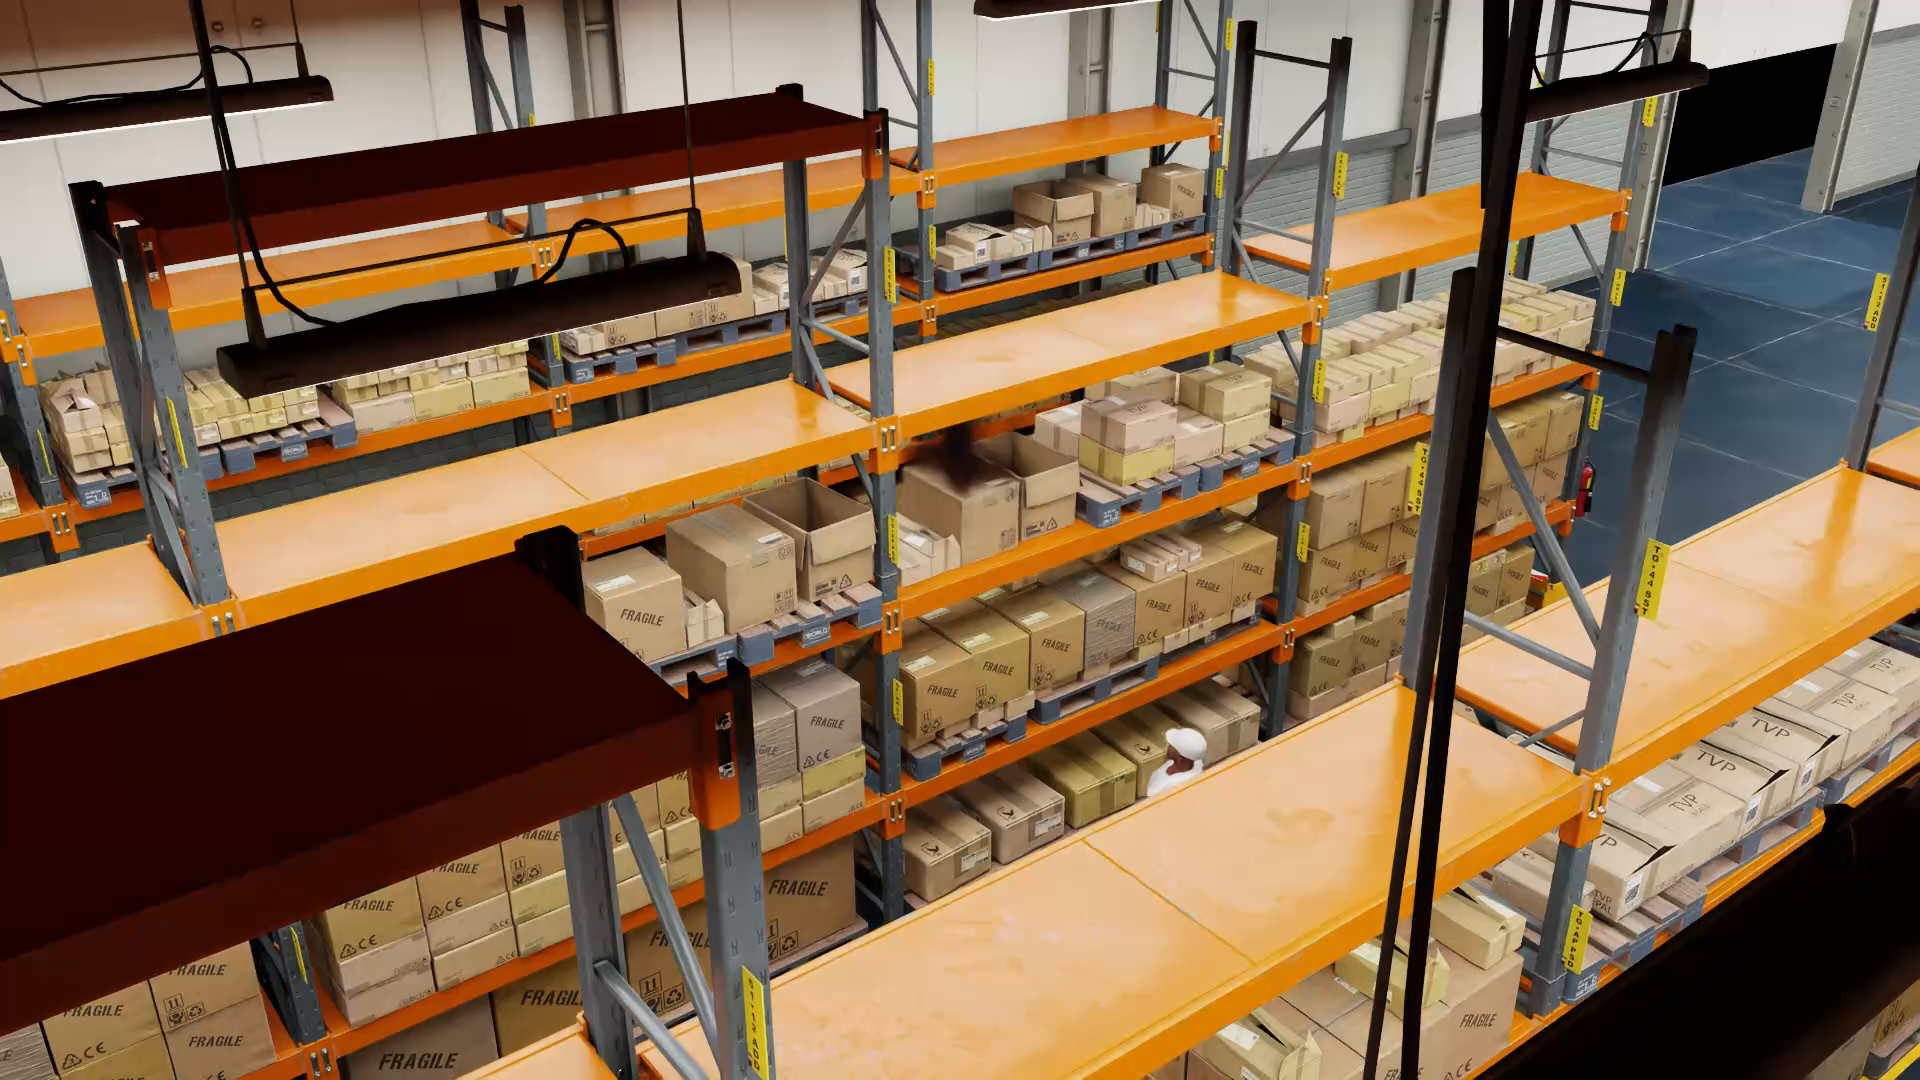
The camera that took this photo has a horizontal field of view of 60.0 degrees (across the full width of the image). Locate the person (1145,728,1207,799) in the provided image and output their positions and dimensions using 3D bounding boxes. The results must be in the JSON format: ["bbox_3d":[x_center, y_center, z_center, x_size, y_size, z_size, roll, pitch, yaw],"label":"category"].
[{"bbox_3d":[1.382,2.009,11.351,0.519,1.752,0.632,0,26,-1],"label":"person"}]
